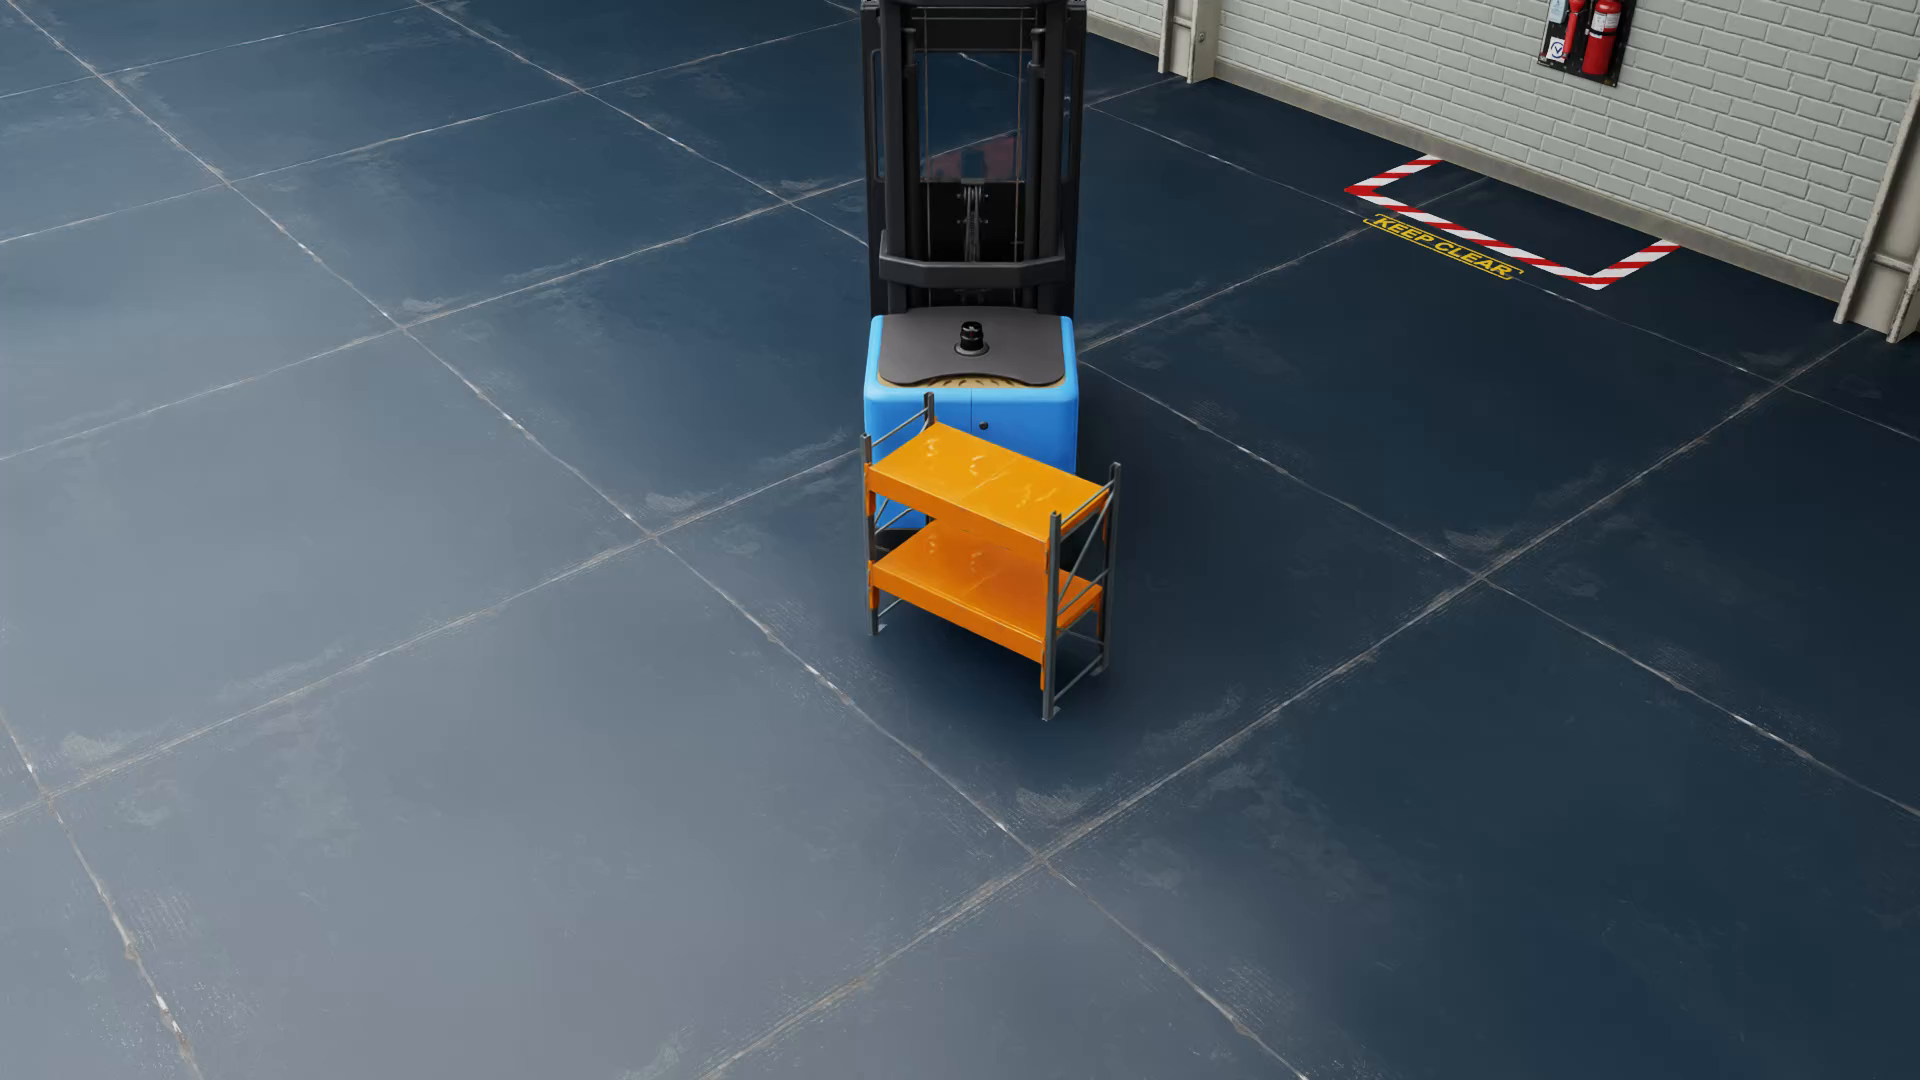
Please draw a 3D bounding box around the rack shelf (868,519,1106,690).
[{"bbox_3d":[0.126,0.265,7.727,1.000,0.278,0.538,23,42,29],"label":"rack shelf"}]

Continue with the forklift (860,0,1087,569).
[{"bbox_3d":[0.067,-1.868,8.753,1.130,2.935,3.031,0,35,0],"label":"forklift"}]

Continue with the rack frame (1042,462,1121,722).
[{"bbox_3d":[0.533,0.242,7.336,0.032,1.125,0.500,23,42,29],"label":"rack frame"}]

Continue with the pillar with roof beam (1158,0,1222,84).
[{"bbox_3d":[-1.336,-6.086,9.458,9.100,9.000,0.400,-26,43,-32],"label":"pillar with roof beam"}]

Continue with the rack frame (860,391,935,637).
[{"bbox_3d":[-0.280,-0.111,7.834,0.032,1.125,0.500,23,42,29],"label":"rack frame"}]

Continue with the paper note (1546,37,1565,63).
[{"bbox_3d":[4.197,-3.444,11.681,0.016,0.148,0.142,-26,43,-32],"label":"paper note"}]

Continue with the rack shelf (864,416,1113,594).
[{"bbox_3d":[0.126,-0.173,7.416,1.000,0.278,0.538,23,42,29],"label":"rack shelf"}]

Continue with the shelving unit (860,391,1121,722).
[{"bbox_3d":[0.126,0.066,7.585,1.048,1.125,0.538,23,42,29],"label":"shelving unit"}]

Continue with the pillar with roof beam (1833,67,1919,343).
[{"bbox_3d":[2.536,-3.437,5.718,9.100,9.000,0.400,-26,43,-32],"label":"pillar with roof beam"}]

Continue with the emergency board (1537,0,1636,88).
[{"bbox_3d":[4.259,-3.699,11.279,0.194,1.169,0.643,-26,43,-32],"label":"emergency board"}]
